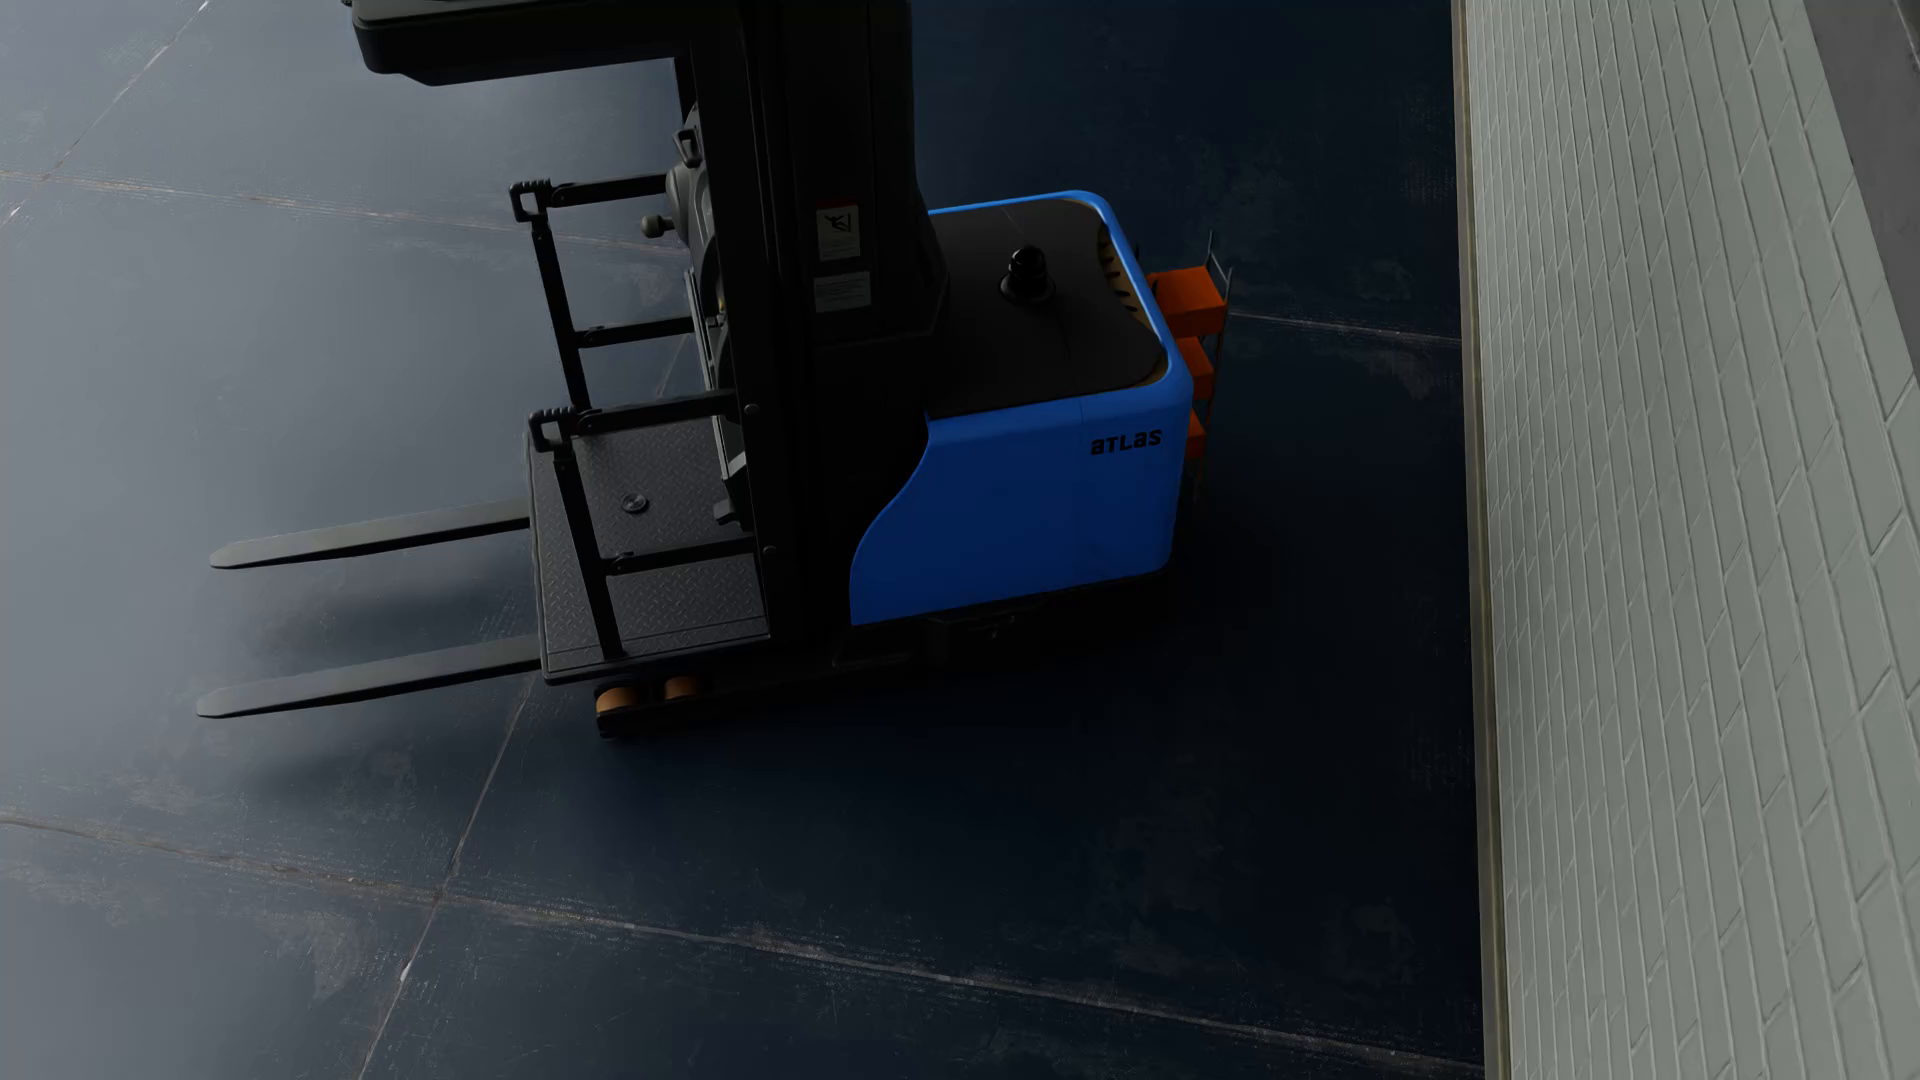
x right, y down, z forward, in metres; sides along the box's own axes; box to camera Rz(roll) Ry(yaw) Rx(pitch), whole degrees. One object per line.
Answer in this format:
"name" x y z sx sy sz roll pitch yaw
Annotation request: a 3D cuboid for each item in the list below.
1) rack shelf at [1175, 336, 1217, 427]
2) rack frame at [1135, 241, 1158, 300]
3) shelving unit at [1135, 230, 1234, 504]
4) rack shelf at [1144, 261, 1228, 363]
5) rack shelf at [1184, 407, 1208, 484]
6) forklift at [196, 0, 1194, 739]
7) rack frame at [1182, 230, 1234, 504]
"rack shelf" 0.693 -0.521 5.527 0.240 0.259 0.215 -10 49 -9
"rack frame" 0.574 -0.508 5.500 0.008 1.050 0.200 -10 49 -9
"shelving unit" 0.693 -0.528 5.519 0.252 1.050 0.215 -10 49 -9
"rack shelf" 0.693 -0.711 5.316 0.240 0.259 0.215 -10 49 -9
"rack shelf" 0.693 -0.335 5.733 0.240 0.259 0.215 -10 49 -9
"forklift" -0.888 -0.801 4.499 3.031 2.935 1.130 -10 49 -9
"rack frame" 0.812 -0.549 5.537 0.008 1.050 0.200 -10 49 -9
